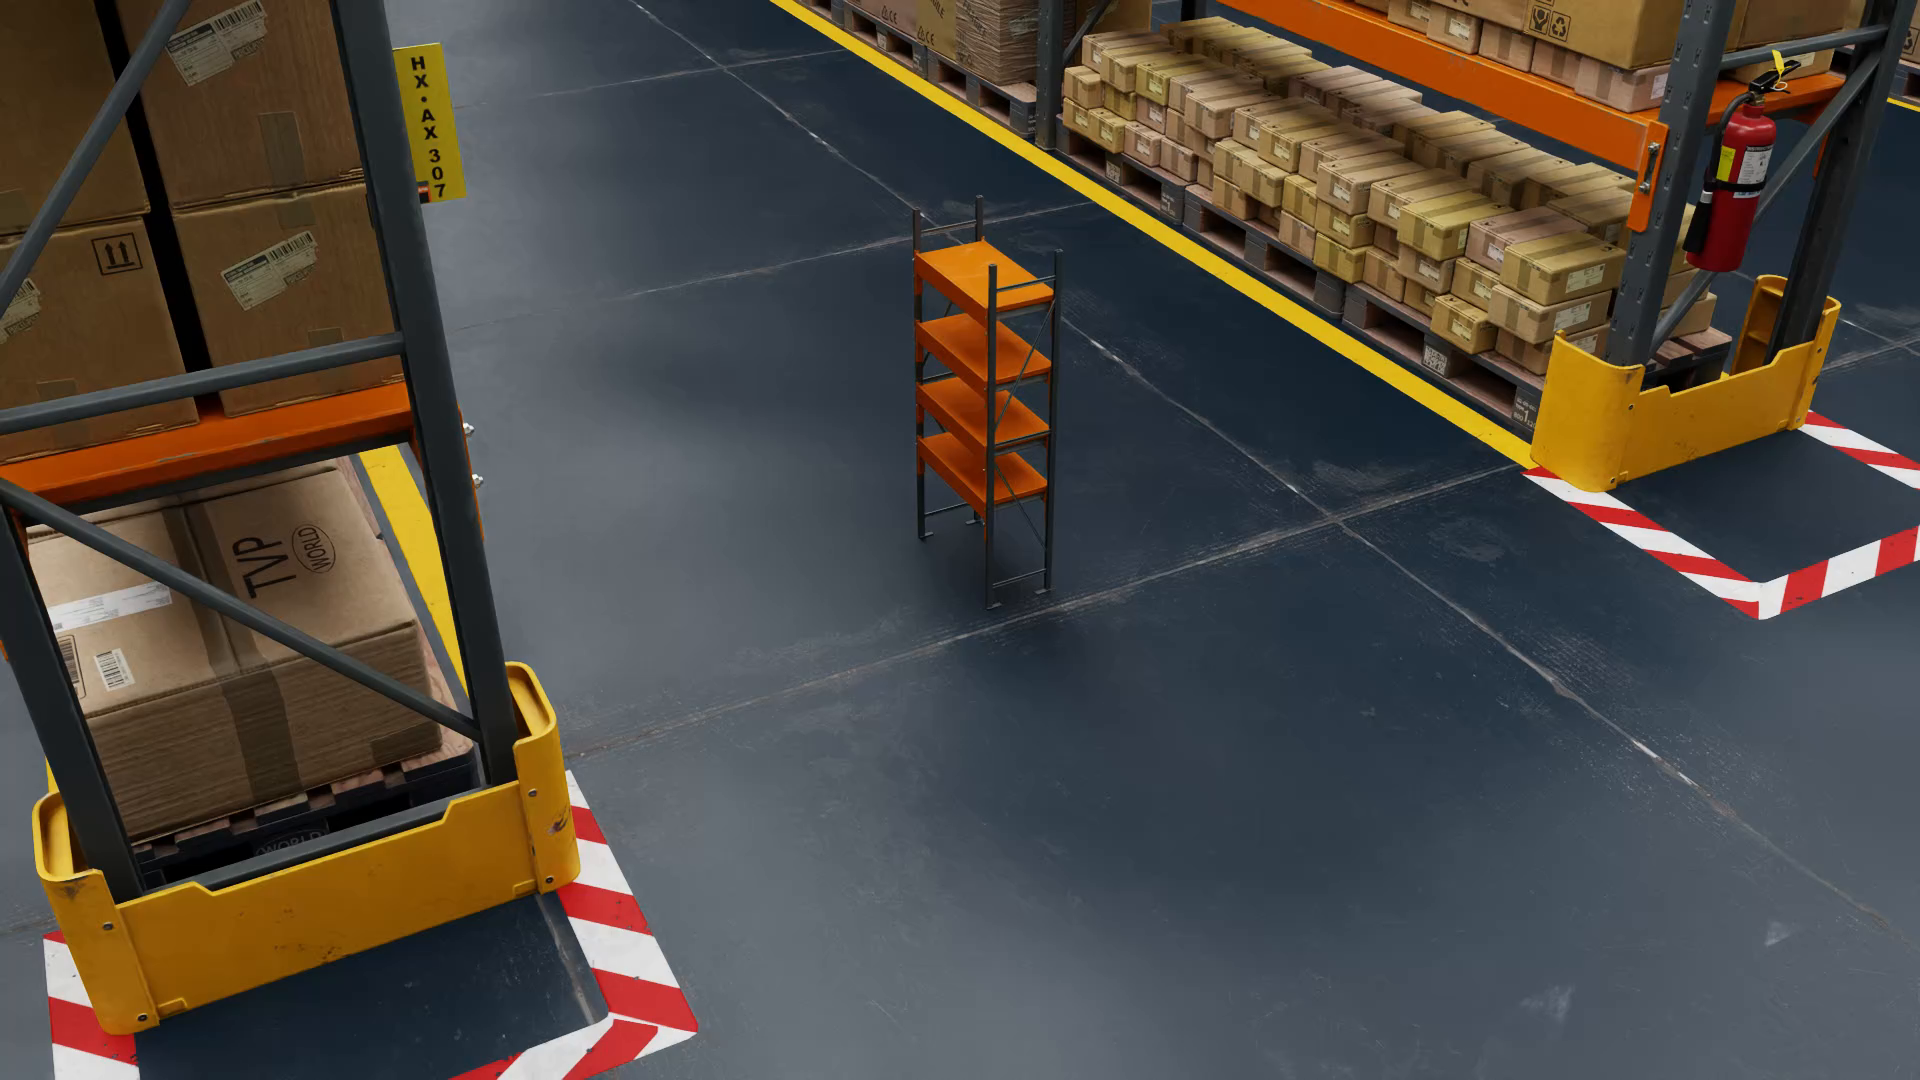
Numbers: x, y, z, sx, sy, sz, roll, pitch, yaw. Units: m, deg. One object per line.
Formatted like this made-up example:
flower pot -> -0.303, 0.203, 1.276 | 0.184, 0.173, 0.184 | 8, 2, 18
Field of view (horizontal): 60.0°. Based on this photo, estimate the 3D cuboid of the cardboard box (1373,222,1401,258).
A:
cardboard box -> 1.969, -1.297, 6.972 | 0.380, 0.149, 0.250 | -16, 36, -24

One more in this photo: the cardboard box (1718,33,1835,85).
cardboard box -> 2.884, -1.745, 5.926 | 0.380, 0.149, 0.250 | -16, 36, -23

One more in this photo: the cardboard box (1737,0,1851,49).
cardboard box -> 2.780, -2.065, 5.824 | 0.500, 0.500, 0.500 | -14, 35, -21

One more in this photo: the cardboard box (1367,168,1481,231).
cardboard box -> 1.910, -1.395, 6.849 | 0.380, 0.149, 0.250 | -17, 37, -25

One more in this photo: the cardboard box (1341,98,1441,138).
cardboard box -> 1.969, -1.895, 7.629 | 0.380, 0.149, 0.250 | -16, 36, -23

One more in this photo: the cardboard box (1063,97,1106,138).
cardboard box -> 0.766, -2.245, 8.726 | 0.380, 0.149, 0.250 | -18, 37, -25

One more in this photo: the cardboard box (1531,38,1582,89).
cardboard box -> 2.261, -1.721, 5.888 | 0.380, 0.149, 0.250 | -16, 36, -23

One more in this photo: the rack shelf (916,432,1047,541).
rack shelf -> 0.077, -0.202, 5.446 | 0.258, 0.148, 0.480 | -16, 36, -23

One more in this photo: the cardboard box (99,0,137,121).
cardboard box -> -1.806, -1.329, 4.025 | 0.500, 0.500, 0.500 | -17, 36, -24

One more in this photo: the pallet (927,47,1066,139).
pallet -> 0.516, -2.720, 9.799 | 1.003, 0.211, 1.213 | -16, 36, -23

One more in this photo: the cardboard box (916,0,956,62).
cardboard box -> 0.074, -3.182, 9.864 | 0.500, 0.500, 0.500 | -17, 36, -24

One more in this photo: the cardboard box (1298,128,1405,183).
cardboard box -> 1.711, -1.663, 7.267 | 0.380, 0.149, 0.250 | -17, 36, -25

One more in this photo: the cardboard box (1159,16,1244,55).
cardboard box -> 1.277, -2.645, 8.800 | 0.380, 0.149, 0.250 | -15, 36, -22

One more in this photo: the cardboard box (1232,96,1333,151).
cardboard box -> 1.483, -1.908, 7.650 | 0.380, 0.149, 0.250 | -17, 37, -25

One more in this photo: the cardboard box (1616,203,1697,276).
cardboard box -> 2.802, -1.176, 6.507 | 0.380, 0.149, 0.250 | -18, 37, -25

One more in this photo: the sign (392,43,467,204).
sign -> -1.093, -0.855, 3.428 | 0.100, 0.325, 0.005 | -16, 36, -23

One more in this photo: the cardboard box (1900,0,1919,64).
cardboard box -> 5.972, -3.240, 9.606 | 0.875, 0.875, 0.875 | -16, 36, -23

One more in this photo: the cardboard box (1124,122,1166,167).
cardboard box -> 1.052, -2.012, 8.363 | 0.380, 0.149, 0.250 | -16, 36, -23

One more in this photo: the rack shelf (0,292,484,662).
rack shelf -> -2.519, -0.972, 5.154 | 1.077, 0.370, 4.000 | -16, 36, -23

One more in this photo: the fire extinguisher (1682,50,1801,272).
fire extinguisher -> 2.454, -1.188, 5.241 | 0.296, 0.674, 0.183 | -16, 36, -23

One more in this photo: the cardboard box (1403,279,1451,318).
cardboard box -> 2.059, -1.034, 6.837 | 0.380, 0.149, 0.250 | -16, 36, -23

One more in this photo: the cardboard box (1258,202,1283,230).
cardboard box -> 1.597, -1.529, 7.610 | 0.380, 0.149, 0.250 | -15, 36, -22

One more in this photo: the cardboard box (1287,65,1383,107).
cardboard box -> 1.813, -2.167, 8.054 | 0.380, 0.149, 0.250 | -18, 37, -25

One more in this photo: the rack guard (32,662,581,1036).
rack guard -> -1.575, 0.743, 4.126 | 1.175, 0.500, 0.348 | -16, 36, -23

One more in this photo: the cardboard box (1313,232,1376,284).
cardboard box -> 1.758, -1.254, 7.181 | 0.380, 0.149, 0.250 | -18, 37, -25

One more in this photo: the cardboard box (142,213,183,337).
cardboard box -> -2.266, -0.770, 4.078 | 0.500, 0.500, 0.500 | -17, 36, -24

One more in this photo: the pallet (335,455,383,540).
pallet -> -2.593, -0.090, 5.694 | 1.003, 0.211, 1.213 | -16, 36, -23

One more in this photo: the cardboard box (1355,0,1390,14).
cardboard box -> 1.821, -2.229, 6.682 | 0.380, 0.149, 0.250 | -17, 37, -25

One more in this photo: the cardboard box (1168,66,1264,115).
cardboard box -> 1.237, -2.160, 8.042 | 0.380, 0.149, 0.250 | -17, 36, -24

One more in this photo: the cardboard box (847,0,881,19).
cardboard box -> -0.400, -3.671, 10.628 | 0.500, 0.500, 0.500 | -17, 36, -24

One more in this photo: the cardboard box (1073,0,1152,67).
cardboard box -> 0.770, -3.066, 9.683 | 0.500, 0.500, 0.500 | -14, 35, -21

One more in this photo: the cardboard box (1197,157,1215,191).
cardboard box -> 1.371, -1.784, 8.007 | 0.380, 0.149, 0.250 | -17, 37, -25

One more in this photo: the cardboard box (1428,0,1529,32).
cardboard box -> 2.073, -2.178, 6.000 | 0.500, 0.500, 0.500 | -16, 36, -24

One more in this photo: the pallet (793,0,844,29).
pallet -> -0.622, -3.884, 11.617 | 1.003, 0.211, 1.213 | -16, 36, -23

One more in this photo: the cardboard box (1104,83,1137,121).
cardboard box -> 0.964, -2.273, 8.495 | 0.380, 0.149, 0.250 | -16, 36, -23

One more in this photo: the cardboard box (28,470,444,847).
cardboard box -> -1.983, 0.292, 4.500 | 0.875, 0.438, 0.875 | -17, 36, -25

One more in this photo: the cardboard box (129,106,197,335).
cardboard box -> -1.817, -0.898, 4.279 | 0.500, 0.500, 0.500 | -16, 36, -24

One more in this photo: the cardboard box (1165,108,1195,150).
cardboard box -> 1.232, -2.036, 8.125 | 0.380, 0.149, 0.250 | -18, 37, -25

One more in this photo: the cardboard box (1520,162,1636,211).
cardboard box -> 2.563, -1.430, 6.903 | 0.380, 0.149, 0.250 | -16, 36, -23

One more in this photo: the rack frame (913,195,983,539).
rack frame -> -0.037, -0.543, 5.485 | 0.240, 1.200, 0.015 | -16, 36, -23

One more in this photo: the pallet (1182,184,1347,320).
pallet -> 1.798, -1.454, 7.824 | 1.003, 0.211, 1.213 | -16, 36, -23

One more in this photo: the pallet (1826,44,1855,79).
pallet -> 5.601, -3.165, 10.495 | 1.003, 0.211, 1.213 | -16, 36, -23

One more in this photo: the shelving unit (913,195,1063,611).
shelving unit -> 0.077, -0.426, 5.303 | 0.258, 1.200, 0.503 | -16, 36, -23

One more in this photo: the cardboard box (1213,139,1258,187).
cardboard box -> 1.401, -1.762, 7.698 | 0.380, 0.149, 0.250 | -16, 36, -23

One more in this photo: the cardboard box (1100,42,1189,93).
cardboard box -> 0.934, -2.387, 8.397 | 0.380, 0.149, 0.250 | -14, 35, -21

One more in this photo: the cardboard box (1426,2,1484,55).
cardboard box -> 1.991, -1.952, 6.250 | 0.380, 0.149, 0.250 | -15, 36, -22

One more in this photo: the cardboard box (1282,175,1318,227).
cardboard box -> 1.647, -1.514, 7.310 | 0.380, 0.149, 0.250 | -14, 35, -21

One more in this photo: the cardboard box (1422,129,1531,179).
cardboard box -> 2.253, -1.662, 7.266 | 0.380, 0.149, 0.250 | -14, 35, -21

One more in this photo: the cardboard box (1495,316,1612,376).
cardboard box -> 2.315, -0.789, 6.454 | 0.380, 0.149, 0.250 | -15, 36, -22

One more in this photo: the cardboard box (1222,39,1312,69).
cardboard box -> 1.553, -2.416, 8.443 | 0.380, 0.149, 0.250 | -16, 36, -24

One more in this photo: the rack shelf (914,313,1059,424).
rack shelf -> 0.077, -0.558, 5.219 | 0.258, 0.148, 0.480 | -16, 36, -23

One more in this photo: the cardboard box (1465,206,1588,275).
cardboard box -> 2.208, -1.164, 6.488 | 0.380, 0.149, 0.250 | -15, 36, -22

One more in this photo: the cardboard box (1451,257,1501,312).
cardboard box -> 2.173, -1.034, 6.561 | 0.380, 0.149, 0.250 | -17, 36, -24

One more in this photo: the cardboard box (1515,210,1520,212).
cardboard box -> 2.434, -1.419, 7.162 | 0.380, 0.149, 0.250 | -15, 35, -22

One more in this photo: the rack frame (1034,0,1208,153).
rack frame -> 0.880, -3.523, 8.468 | 1.000, 3.000, 0.127 | -16, 36, -23
